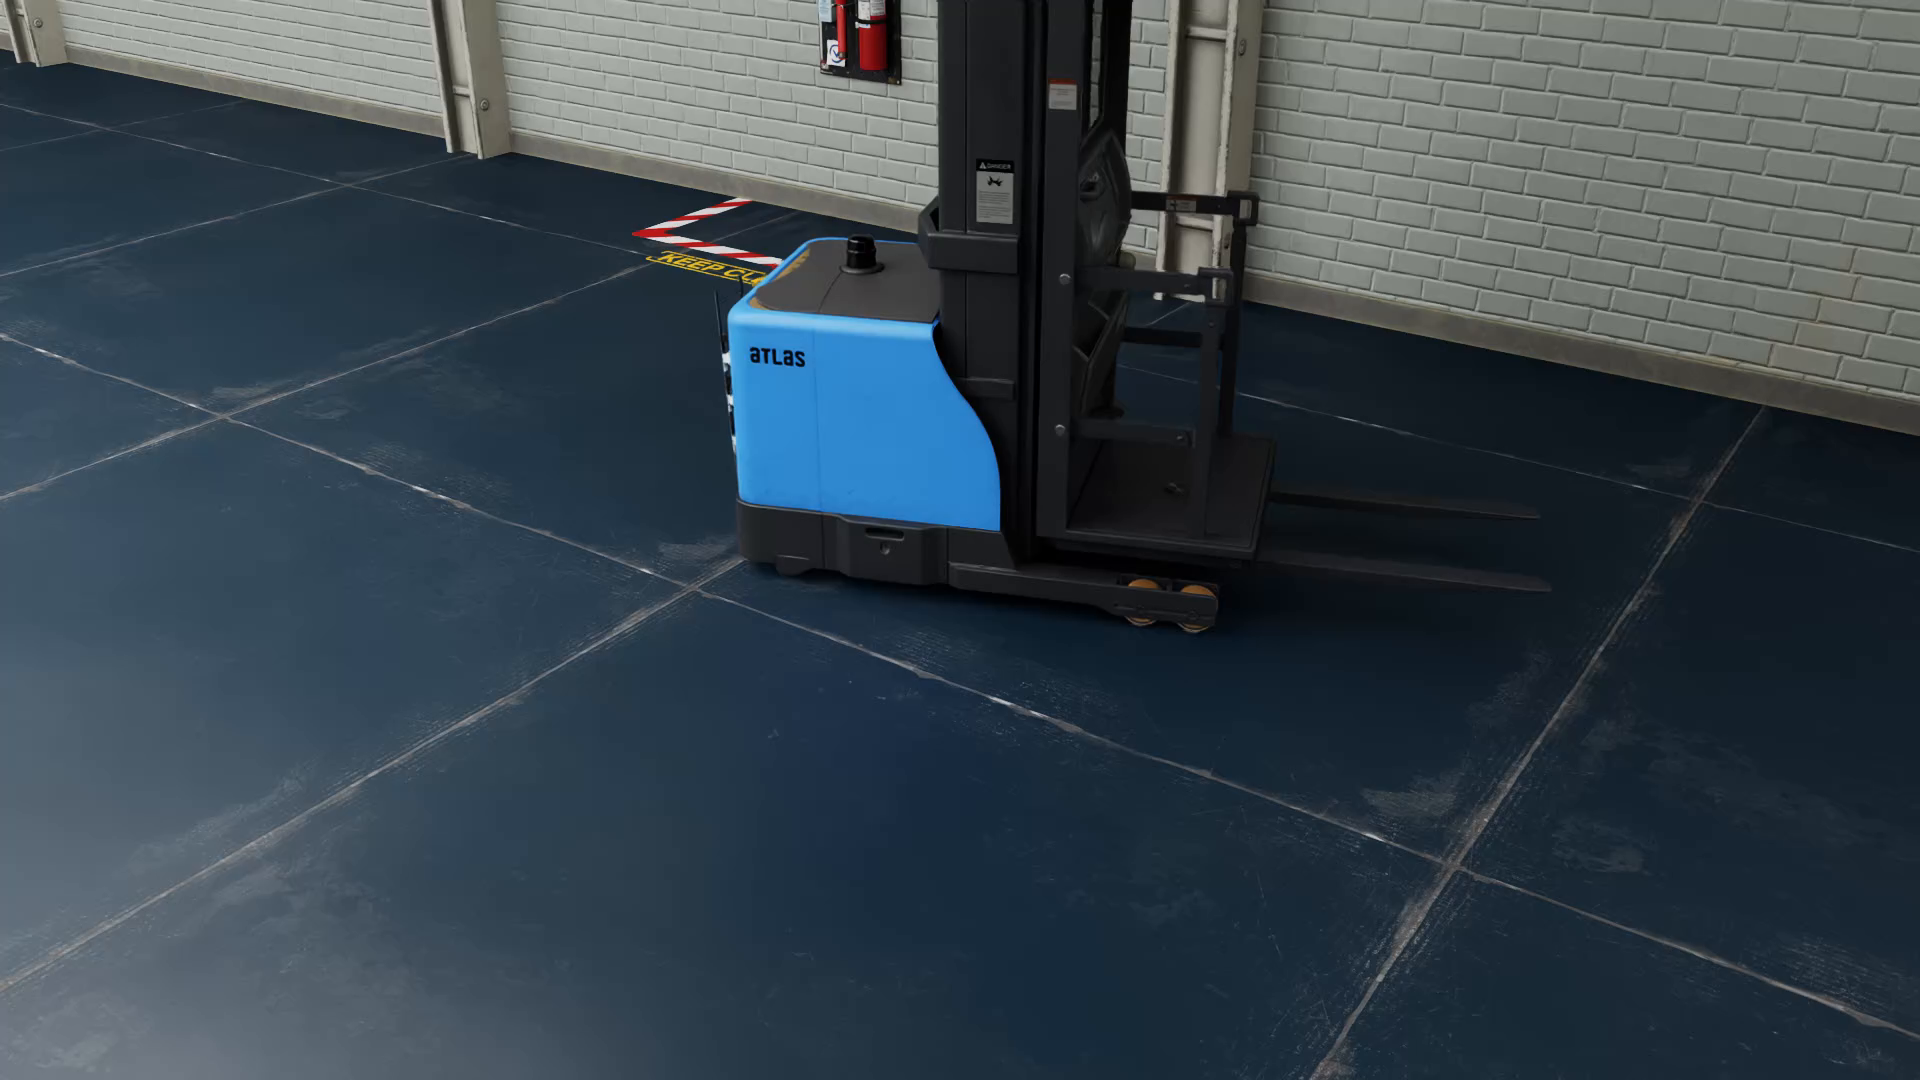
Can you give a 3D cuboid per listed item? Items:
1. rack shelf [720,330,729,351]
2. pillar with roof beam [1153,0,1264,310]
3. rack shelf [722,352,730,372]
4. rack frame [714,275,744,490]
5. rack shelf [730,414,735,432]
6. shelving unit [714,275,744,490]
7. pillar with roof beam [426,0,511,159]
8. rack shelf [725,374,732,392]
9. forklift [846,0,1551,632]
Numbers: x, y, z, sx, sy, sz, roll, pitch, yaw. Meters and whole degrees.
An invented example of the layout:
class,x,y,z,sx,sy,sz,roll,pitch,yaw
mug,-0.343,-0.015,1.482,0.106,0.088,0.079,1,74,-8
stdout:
class,x,y,z,sx,sy,sz,roll,pitch,yaw
rack shelf,-0.848,-0.855,6.905,0.200,0.077,0.258,6,27,19
pillar with roof beam,-1.091,-3.779,4.255,0.400,9.000,9.100,17,32,30
rack shelf,-0.843,-0.774,6.944,0.200,0.077,0.258,6,27,19
rack frame,-0.931,-0.653,7.041,0.006,0.900,0.240,6,27,19
rack shelf,-0.829,-0.531,7.062,0.200,0.077,0.258,6,27,19
shelving unit,-0.835,-0.642,7.008,0.210,0.900,0.258,6,27,19
pillar with roof beam,-6.036,-5.320,7.282,0.400,9.000,9.100,17,32,30
rack shelf,-0.838,-0.693,6.983,0.200,0.077,0.258,6,27,19
forklift,0.706,-1.232,5.940,3.031,2.935,1.110,6,28,12
